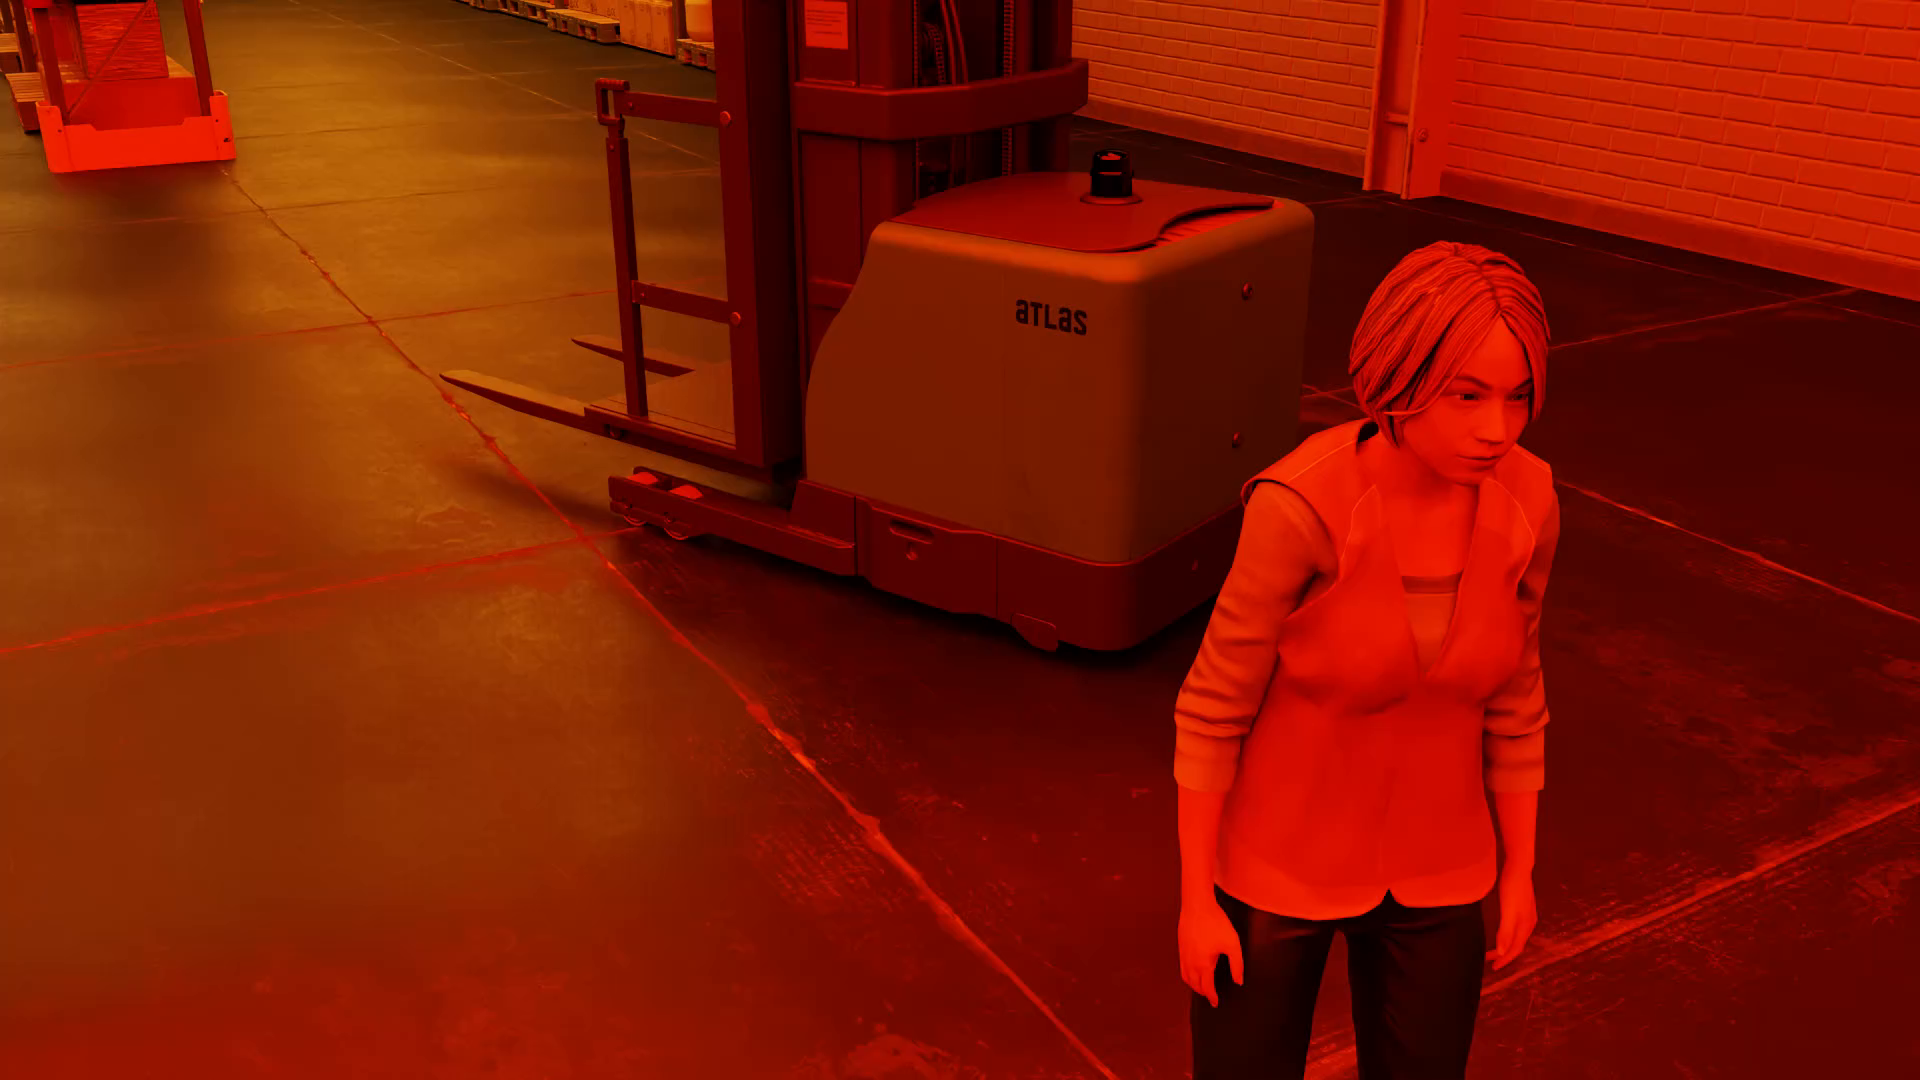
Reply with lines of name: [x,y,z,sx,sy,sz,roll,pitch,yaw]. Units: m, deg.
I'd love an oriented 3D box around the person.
person: [0.467,0.423,2.006,0.485,1.593,0.344,-4,23,-10]

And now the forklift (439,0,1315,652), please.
forklift: [-0.481,-1.497,4.922,3.031,2.935,1.130,16,27,34]
